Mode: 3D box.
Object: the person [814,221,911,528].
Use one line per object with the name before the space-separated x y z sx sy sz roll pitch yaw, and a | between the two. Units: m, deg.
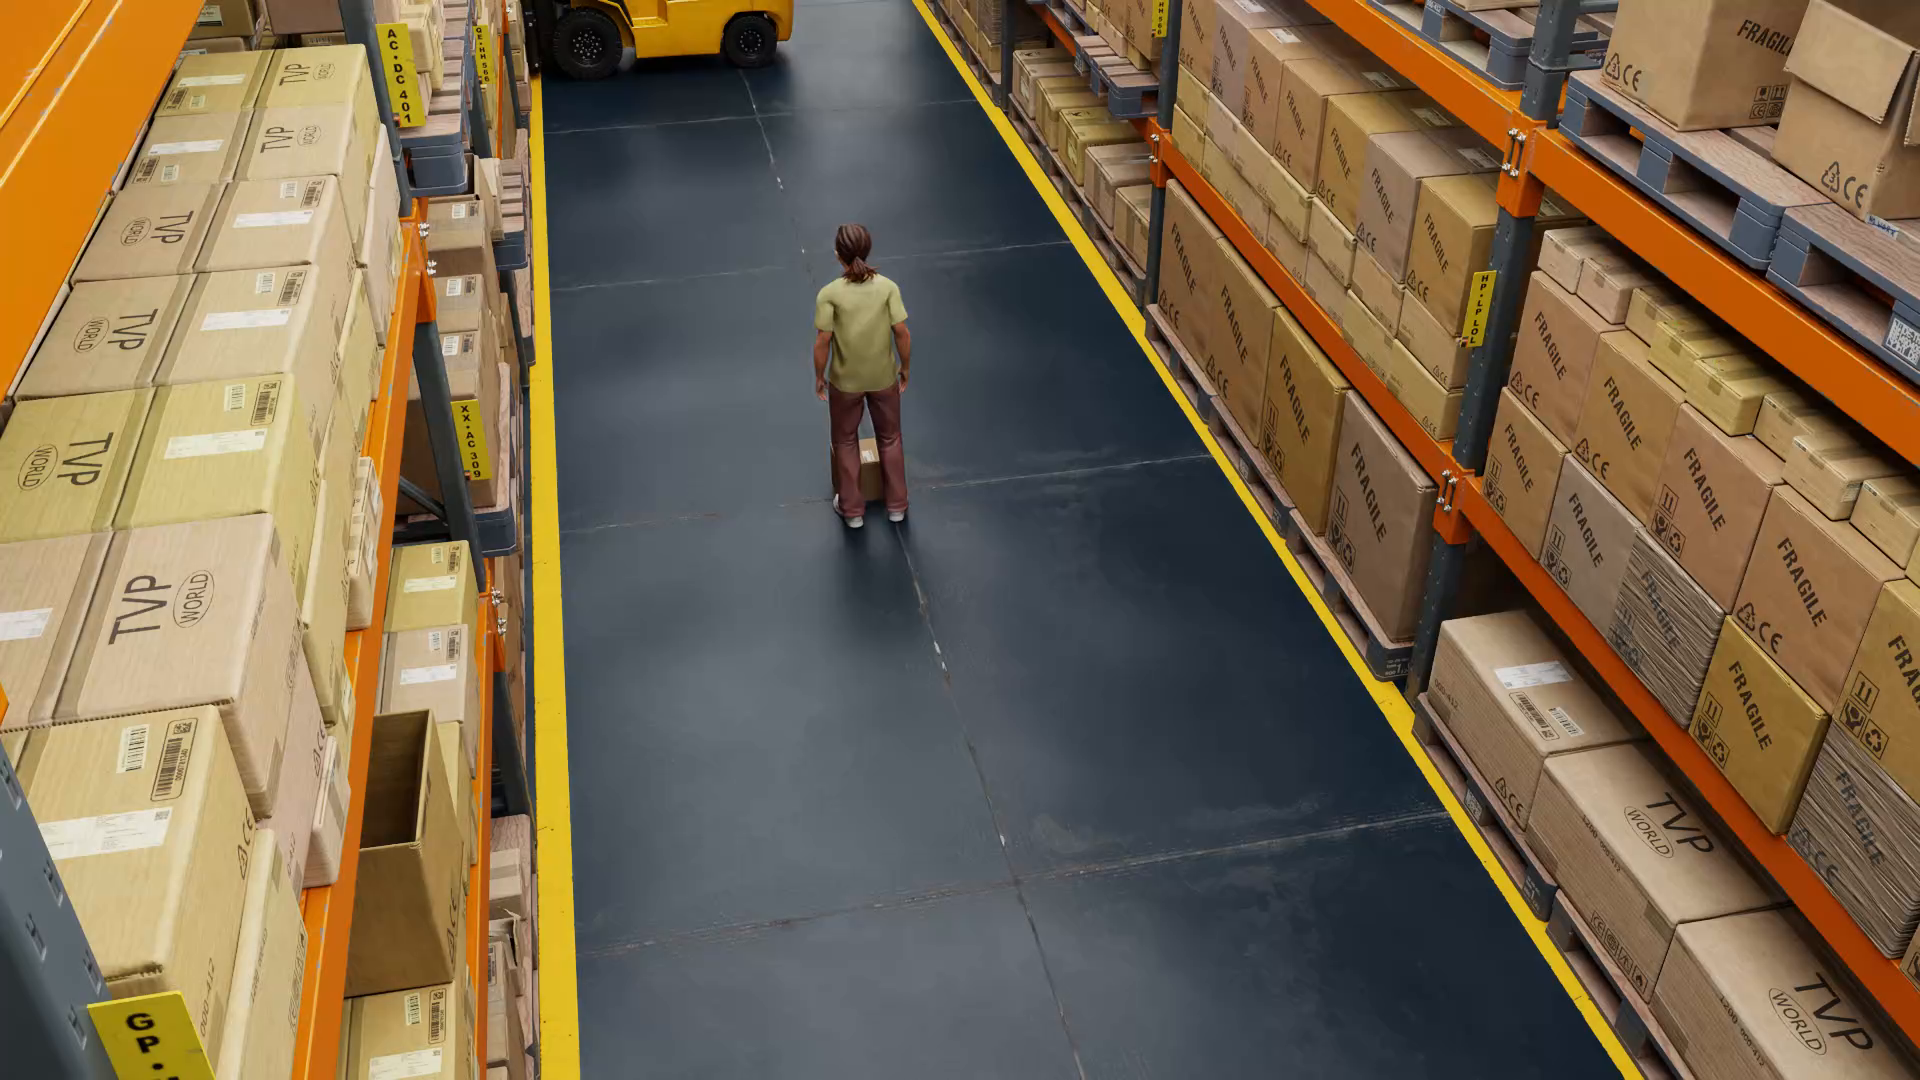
person | -0.503 -0.831 8.565 0.499 1.673 0.355 -7 35 -10
